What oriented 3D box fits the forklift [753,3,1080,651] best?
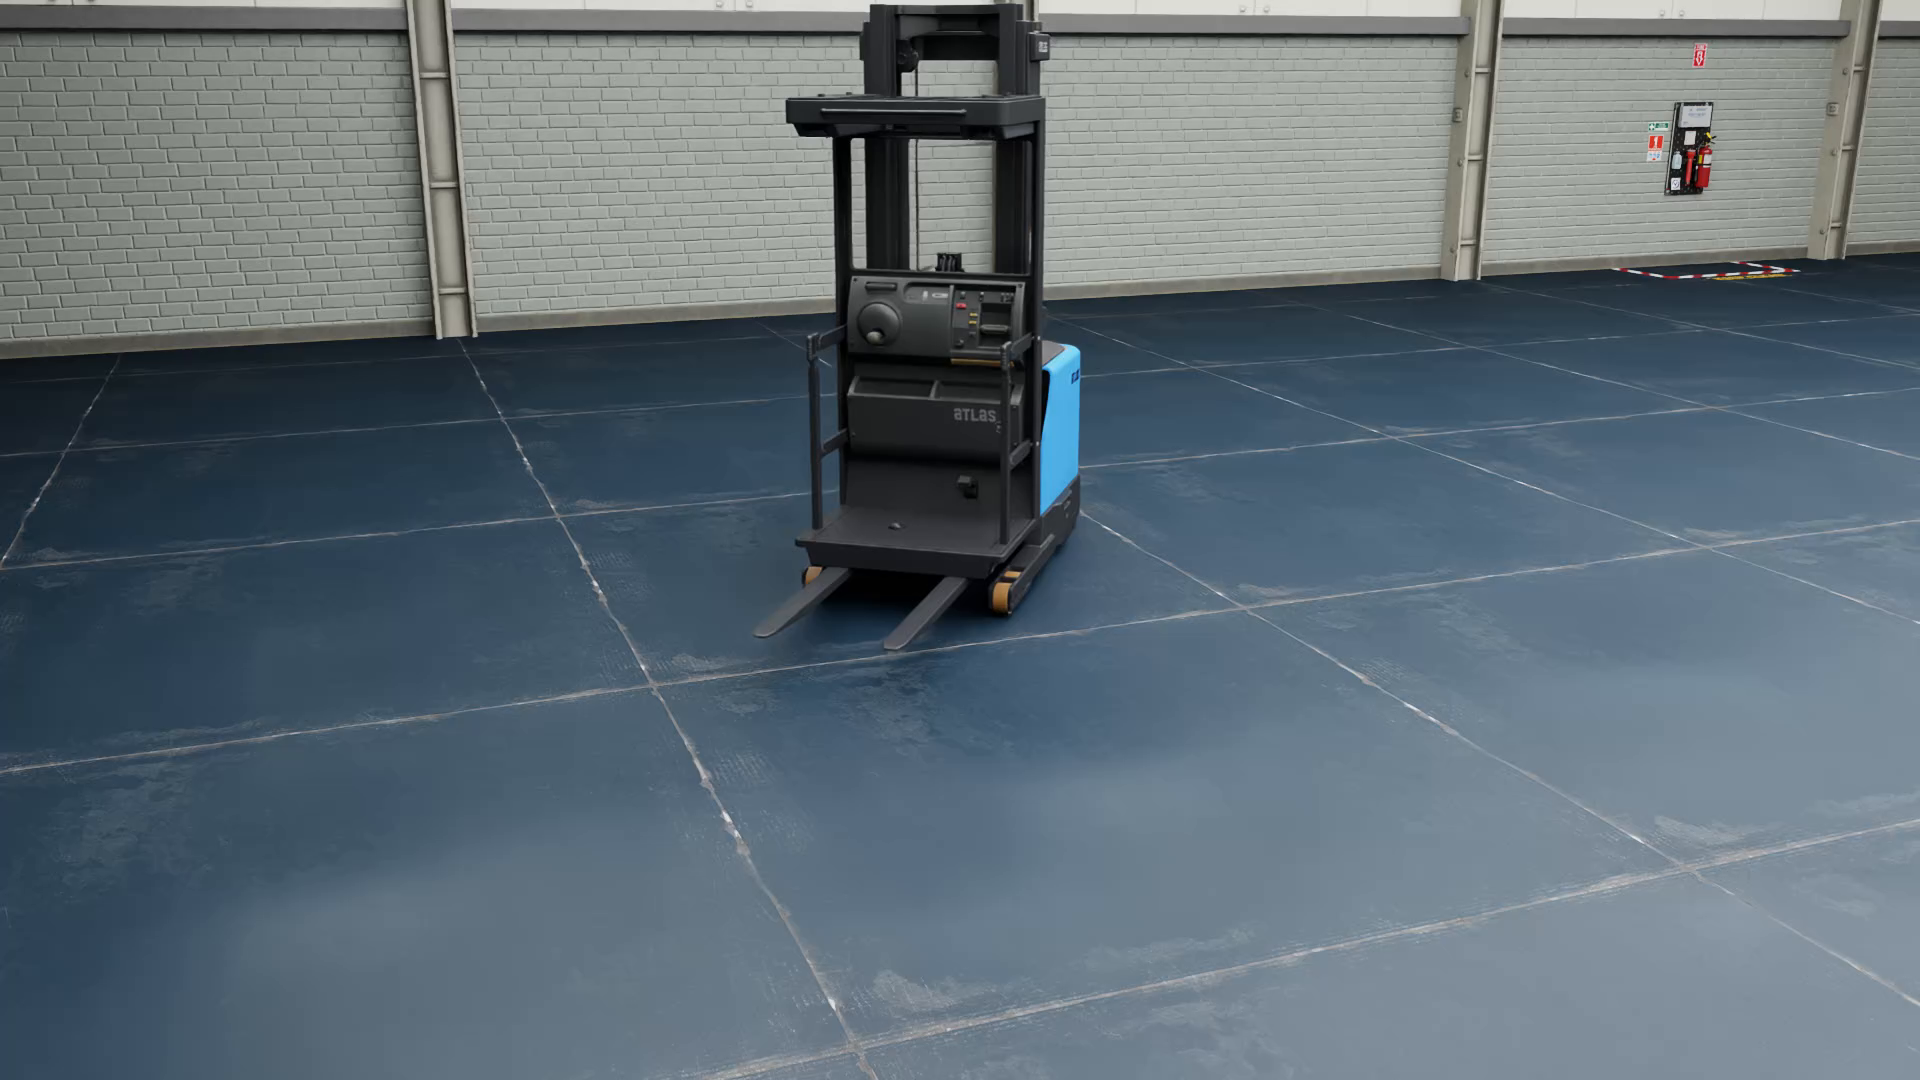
[{"bbox_3d":[-0.182,-1.153,8.324,1.130,2.935,3.031,5,17,15],"label":"forklift"}]

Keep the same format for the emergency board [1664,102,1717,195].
[{"bbox_3d":[9.482,-5.045,21.455,0.643,1.169,0.194,-6,17,-20],"label":"emergency board"}]

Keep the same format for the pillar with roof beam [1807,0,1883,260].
[{"bbox_3d":[13.343,-7.030,17.567,0.400,9.000,9.100,-6,17,-20],"label":"pillar with roof beam"}]

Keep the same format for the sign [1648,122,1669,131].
[{"bbox_3d":[8.936,-5.286,21.272,0.331,0.109,0.001,-6,17,-20],"label":"sign"}]

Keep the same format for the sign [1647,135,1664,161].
[{"bbox_3d":[8.928,-5.034,21.353,0.234,0.329,0.001,-6,17,-20],"label":"sign"}]

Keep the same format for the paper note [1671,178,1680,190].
[{"bbox_3d":[9.292,-4.623,21.581,0.142,0.148,0.016,-6,17,-20],"label":"paper note"}]

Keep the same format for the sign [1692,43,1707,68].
[{"bbox_3d":[9.438,-6.183,21.215,0.199,0.298,0.001,-6,17,-20],"label":"sign"}]

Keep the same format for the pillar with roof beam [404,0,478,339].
[{"bbox_3d":[-3.465,-5.215,11.387,0.400,9.000,9.100,-6,17,-20],"label":"pillar with roof beam"}]

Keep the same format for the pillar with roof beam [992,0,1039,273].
[{"bbox_3d":[2.138,-5.820,13.447,0.400,9.000,9.100,-6,17,-20],"label":"pillar with roof beam"}]

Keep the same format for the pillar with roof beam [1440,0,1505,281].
[{"bbox_3d":[7.741,-6.425,15.507,0.400,9.000,9.100,-6,17,-20],"label":"pillar with roof beam"}]
